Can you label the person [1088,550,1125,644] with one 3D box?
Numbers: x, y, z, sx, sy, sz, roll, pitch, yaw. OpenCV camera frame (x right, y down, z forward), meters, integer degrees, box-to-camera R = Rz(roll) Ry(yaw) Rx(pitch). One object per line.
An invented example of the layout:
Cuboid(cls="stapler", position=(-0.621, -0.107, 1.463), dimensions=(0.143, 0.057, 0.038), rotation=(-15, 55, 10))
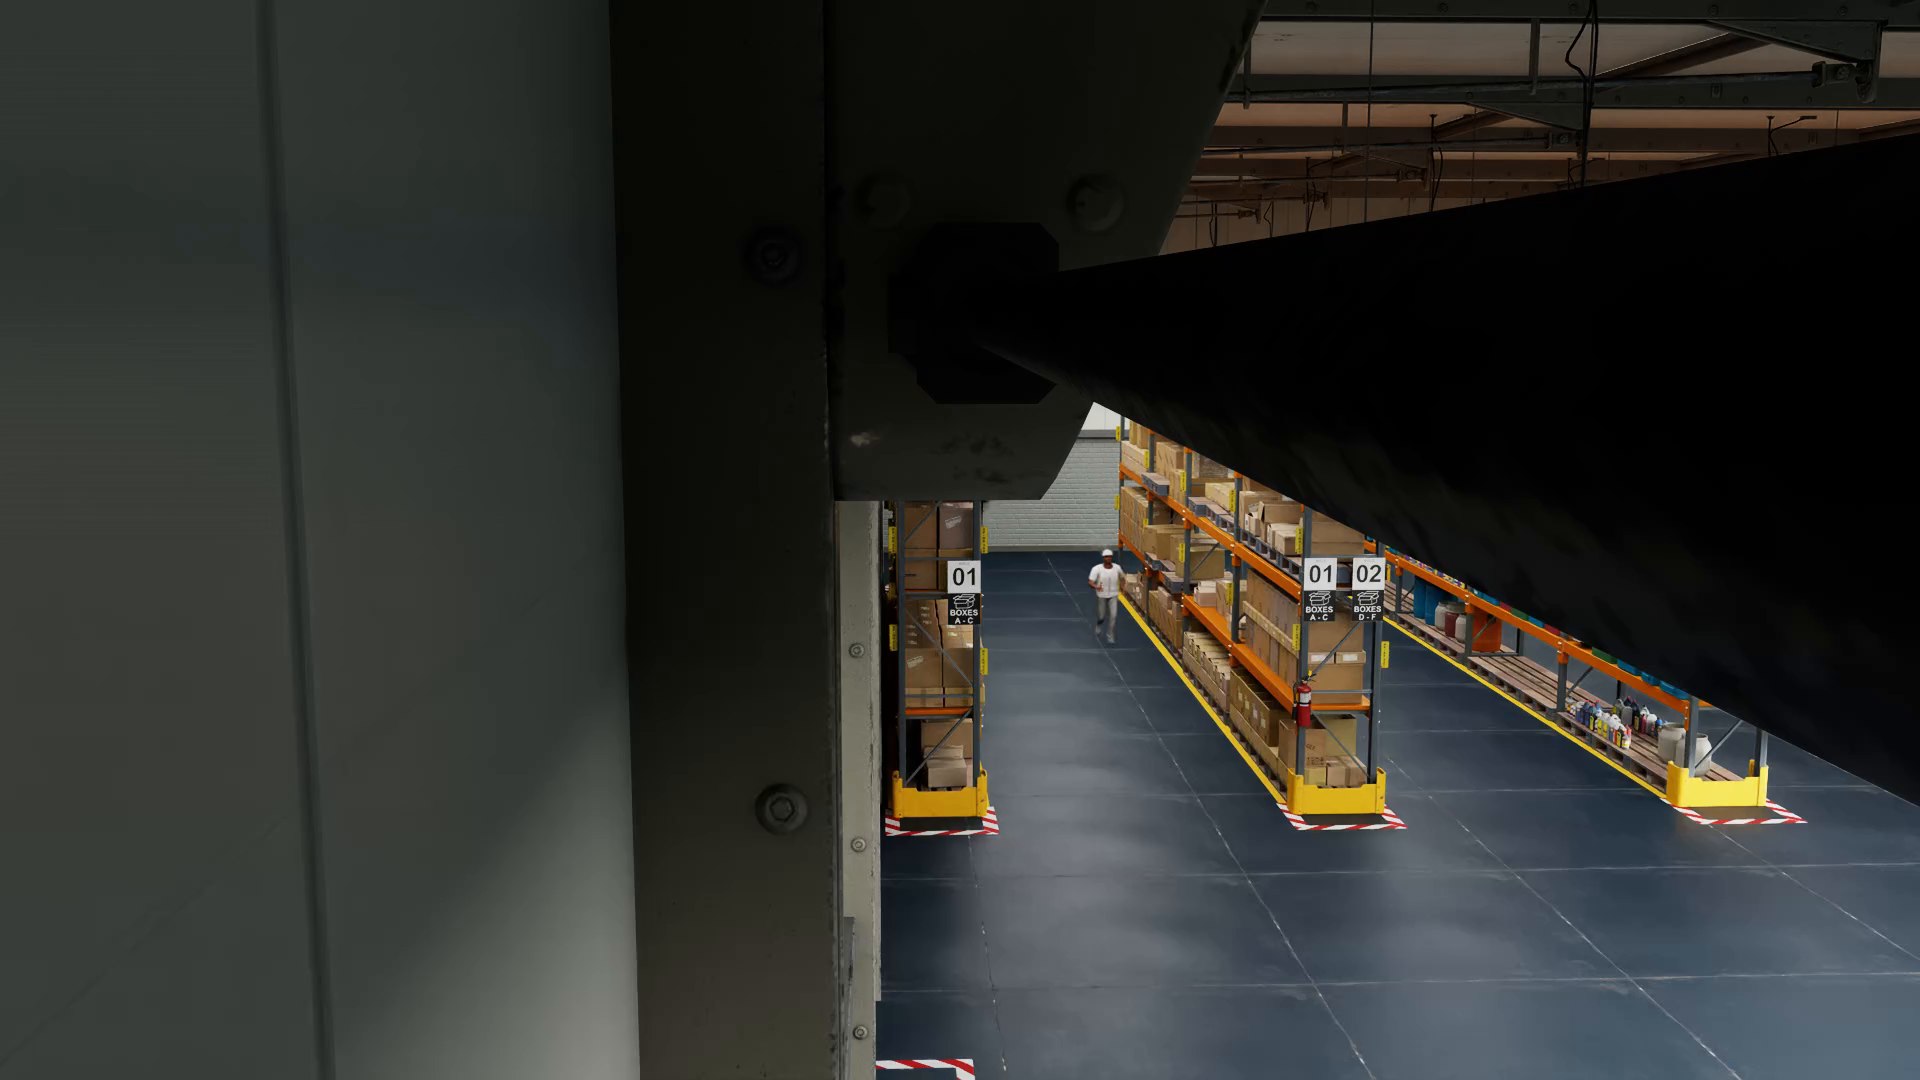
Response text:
Cuboid(cls="person", position=(2.747, 1.034, 30.924), dimensions=(0.714, 1.733, 0.791), rotation=(-1, 8, -6))
